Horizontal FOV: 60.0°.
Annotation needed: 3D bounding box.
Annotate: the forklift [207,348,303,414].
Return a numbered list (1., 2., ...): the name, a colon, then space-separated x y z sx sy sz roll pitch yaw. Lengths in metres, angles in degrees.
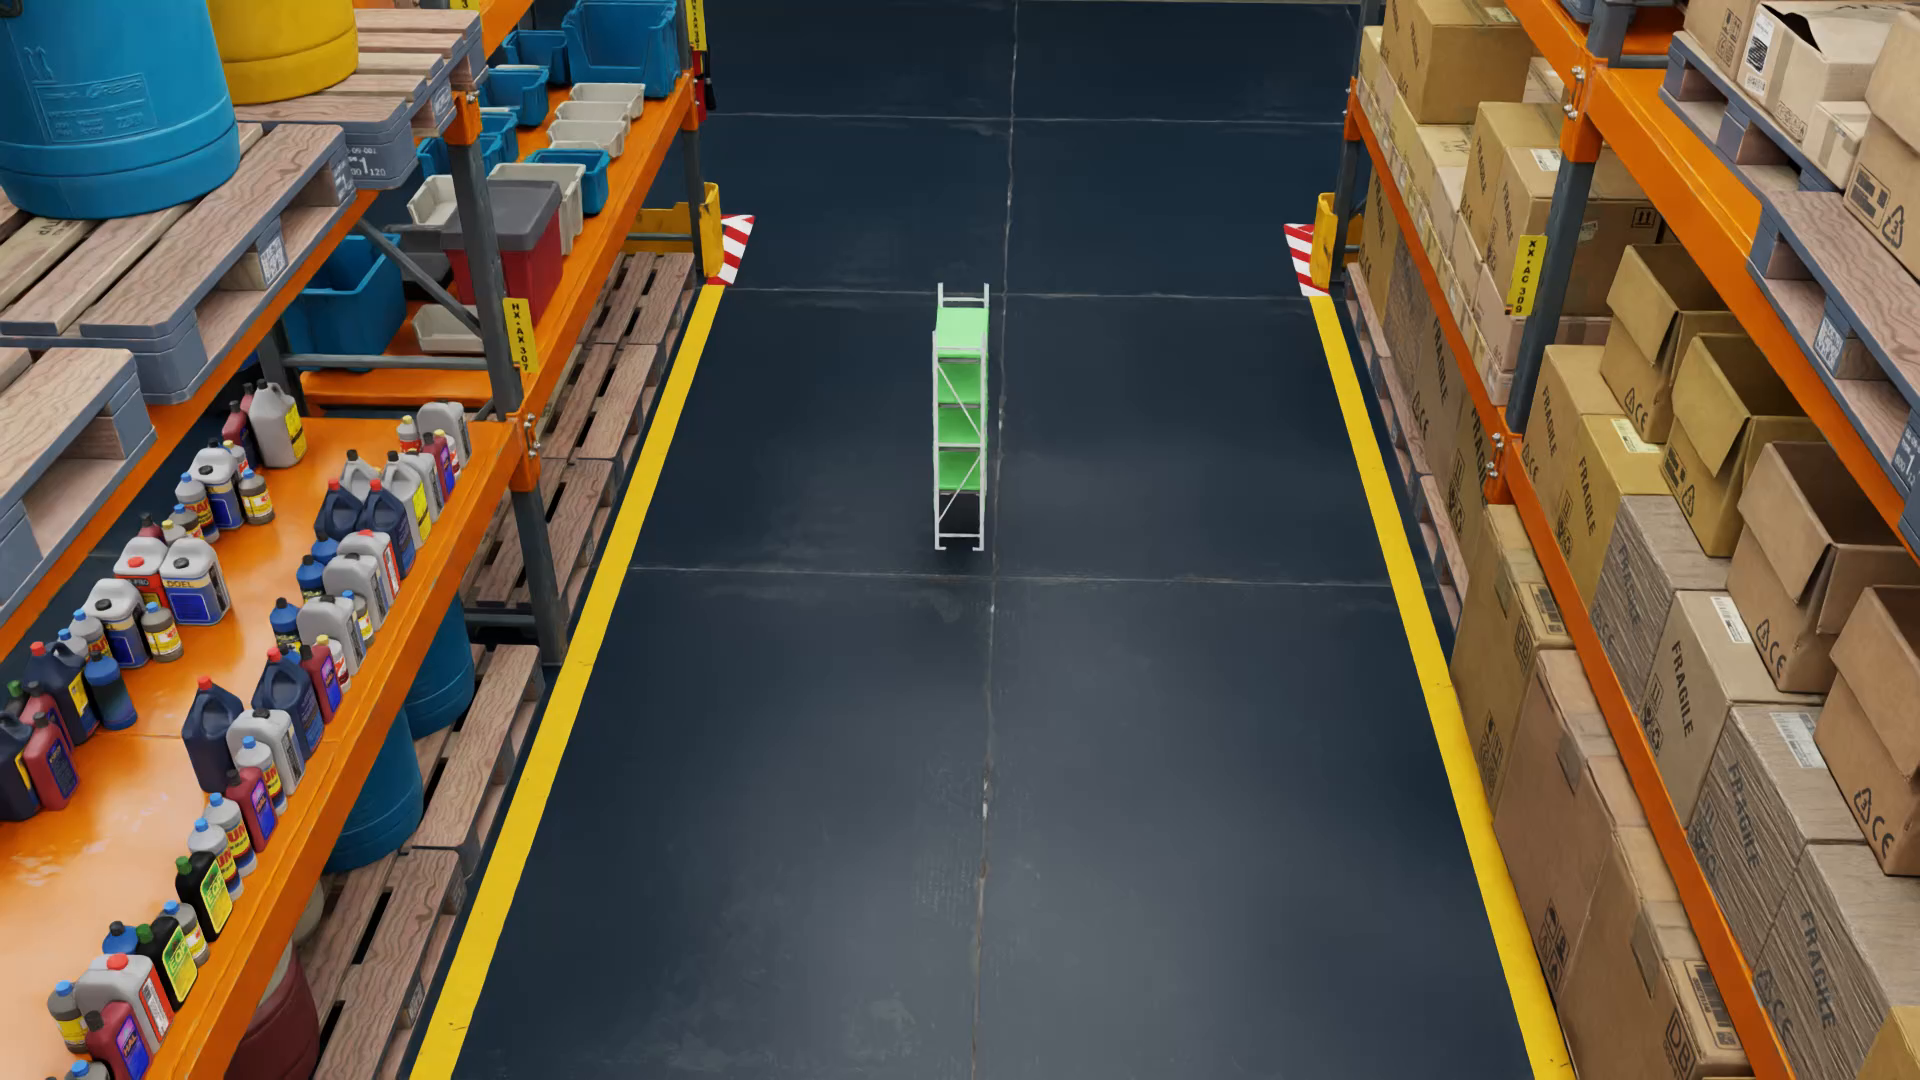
1. forklift: -5.101 -2.442 9.176 3.031 2.935 1.130 14 37 19

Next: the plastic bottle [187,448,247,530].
1. plastic bottle: -2.690 -0.186 6.014 0.152 0.276 0.135 1 35 2

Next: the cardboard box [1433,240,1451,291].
1. cardboard box: 2.399 -1.261 7.654 0.380 0.149 0.250 2 35 3

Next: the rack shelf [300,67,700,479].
1. rack shelf: -2.196 -1.559 8.485 1.077 0.370 4.000 1 35 2

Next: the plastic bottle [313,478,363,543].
1. plastic bottle: -2.138 -0.046 5.749 0.144 0.351 0.185 1 35 2

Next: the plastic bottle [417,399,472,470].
1. plastic bottle: -1.969 -0.420 6.346 0.152 0.276 0.135 1 35 2

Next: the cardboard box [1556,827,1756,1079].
1. cardboard box: 2.604 1.498 4.993 1.225 0.875 0.875 1 35 2

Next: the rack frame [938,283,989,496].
1. rack frame: 0.016 -0.726 8.240 0.240 1.200 0.015 1 35 2

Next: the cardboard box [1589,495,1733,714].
1. cardboard box: 2.365 0.204 5.264 0.500 0.500 0.500 1 35 1

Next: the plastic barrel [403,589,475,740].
1. plastic barrel: -2.315 0.295 6.682 0.600 0.901 0.708 1 35 2

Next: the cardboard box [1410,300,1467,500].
1. cardboard box: 2.815 -0.787 8.243 0.875 0.875 0.875 1 35 2

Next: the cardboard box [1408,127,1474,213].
1. cardboard box: 2.491 -1.791 8.062 0.500 0.250 0.500 1 35 1

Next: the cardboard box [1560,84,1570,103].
1. cardboard box: 2.991 -1.808 7.434 0.500 0.500 0.500 0 35 0

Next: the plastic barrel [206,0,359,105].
1. plastic barrel: -2.110 -1.651 4.853 0.600 0.588 0.600 0 35 0

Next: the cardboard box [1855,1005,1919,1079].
1. cardboard box: 2.284 1.378 3.593 0.500 0.500 0.500 2 35 3

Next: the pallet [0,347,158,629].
1. pallet: -2.308 0.007 3.187 1.003 0.211 1.213 1 35 2

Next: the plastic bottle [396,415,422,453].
1. plastic bottle: -2.094 -0.381 6.357 0.097 0.201 0.097 0 35 0

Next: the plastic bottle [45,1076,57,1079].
1. plastic bottle: -2.065 1.339 3.847 0.097 0.271 0.097 0 35 0

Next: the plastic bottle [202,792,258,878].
1. plastic bottle: -2.027 0.808 4.603 0.097 0.271 0.097 0 35 0

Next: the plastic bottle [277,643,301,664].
1. plastic bottle: -2.062 0.435 5.134 0.097 0.271 0.097 0 35 0

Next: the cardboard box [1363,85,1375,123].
1. cardboard box: 2.481 -2.441 9.334 0.380 0.149 0.250 1 35 1

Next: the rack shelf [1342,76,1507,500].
1. rack shelf: 2.753 -1.445 8.322 1.077 0.370 4.000 1 35 2

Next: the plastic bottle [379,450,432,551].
1. plastic bottle: -1.986 -0.148 5.895 0.144 0.351 0.185 1 35 2

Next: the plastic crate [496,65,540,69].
1. plastic crate: -2.550 -2.602 9.521 0.250 0.136 0.298 1 35 2

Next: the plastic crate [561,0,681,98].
1. plastic crate: -1.942 -2.845 9.606 0.616 0.435 0.499 1 35 2

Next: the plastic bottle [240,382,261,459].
1. plastic bottle: -2.717 -0.456 6.391 0.061 0.283 0.133 1 35 2

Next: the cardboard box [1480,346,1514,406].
1. cardboard box: 2.358 -0.670 6.813 0.380 0.149 0.250 2 35 2

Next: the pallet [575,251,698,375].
1. pallet: -2.187 -1.389 10.042 1.003 0.211 1.213 1 35 2

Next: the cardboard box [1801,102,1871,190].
1. cardboard box: 2.463 -1.034 4.357 0.380 0.149 0.250 0 35 0

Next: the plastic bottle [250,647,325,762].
1. plastic bottle: -2.030 0.484 4.995 0.144 0.351 0.185 1 35 2

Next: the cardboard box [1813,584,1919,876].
1. cardboard box: 2.587 0.463 4.023 0.797 0.503 0.637 2 35 3

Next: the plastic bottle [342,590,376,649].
1. plastic bottle: -1.987 0.255 5.451 0.097 0.201 0.097 0 35 0

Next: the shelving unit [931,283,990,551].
1. shelving unit: 0.007 -0.586 8.040 0.258 1.200 0.503 1 35 2

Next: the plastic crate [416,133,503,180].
1. plastic crate: -2.519 -1.895 8.431 0.416 0.233 0.300 1 35 2

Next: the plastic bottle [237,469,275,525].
1. plastic bottle: -2.565 -0.163 6.047 0.097 0.201 0.097 0 35 0

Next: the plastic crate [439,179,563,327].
1. plastic crate: -1.990 -1.262 7.329 0.402 0.464 0.583 1 35 2

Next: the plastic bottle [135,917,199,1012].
1. plastic bottle: -2.027 1.059 4.236 0.061 0.283 0.133 1 35 2

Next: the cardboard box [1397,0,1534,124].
1. cardboard box: 2.509 -2.401 8.277 0.500 0.500 0.500 0 35 1

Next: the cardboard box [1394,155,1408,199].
1. cardboard box: 2.440 -1.850 8.492 0.380 0.149 0.250 1 35 1

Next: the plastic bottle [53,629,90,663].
1. plastic bottle: -2.758 0.393 5.194 0.097 0.271 0.097 0 35 0

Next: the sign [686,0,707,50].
1. sign: -1.565 -3.066 9.862 0.100 0.325 0.005 1 35 2

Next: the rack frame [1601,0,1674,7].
1. rack frame: 2.673 -3.044 4.756 1.000 3.000 0.127 1 35 2

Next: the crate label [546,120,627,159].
1. crate label: -1.980 -2.120 8.834 0.396 0.136 0.243 1 35 2

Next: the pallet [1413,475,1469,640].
1. pallet: 2.781 0.116 7.901 1.003 0.211 1.213 1 35 2

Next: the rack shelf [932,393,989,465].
1. rack shelf: 0.007 -0.534 8.077 0.258 0.148 0.480 1 35 2

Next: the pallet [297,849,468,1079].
1. pallet: -2.395 1.582 5.816 1.003 0.211 1.213 1 35 2

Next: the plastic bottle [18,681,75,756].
1. plastic bottle: -2.727 0.561 4.944 0.061 0.283 0.133 1 35 2
